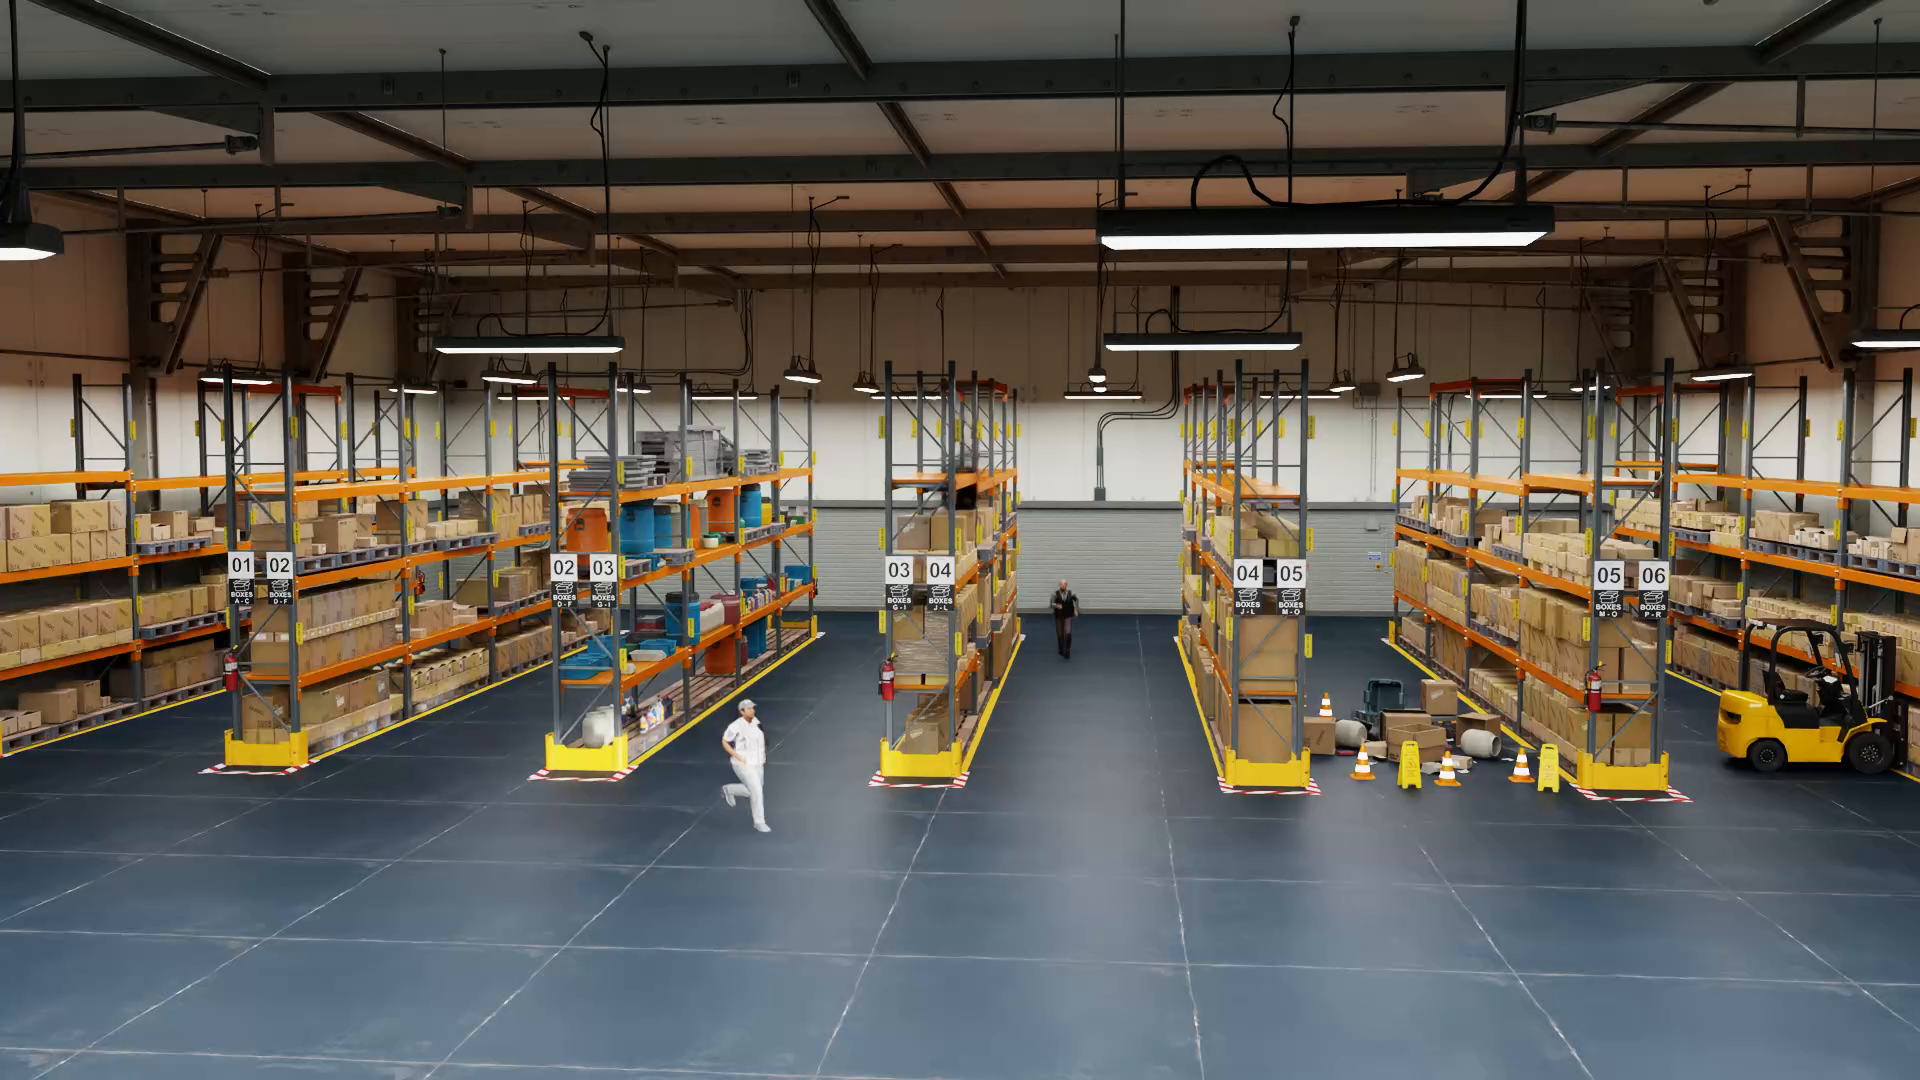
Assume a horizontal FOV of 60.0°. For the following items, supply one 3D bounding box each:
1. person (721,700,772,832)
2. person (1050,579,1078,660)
[{"bbox_3d":[-2.708,2.833,21.023,0.893,1.651,0.596,2,4,33],"label":"person"},{"bbox_3d":[2.281,1.747,36.531,0.620,1.773,0.829,0,4,6],"label":"person"}]
